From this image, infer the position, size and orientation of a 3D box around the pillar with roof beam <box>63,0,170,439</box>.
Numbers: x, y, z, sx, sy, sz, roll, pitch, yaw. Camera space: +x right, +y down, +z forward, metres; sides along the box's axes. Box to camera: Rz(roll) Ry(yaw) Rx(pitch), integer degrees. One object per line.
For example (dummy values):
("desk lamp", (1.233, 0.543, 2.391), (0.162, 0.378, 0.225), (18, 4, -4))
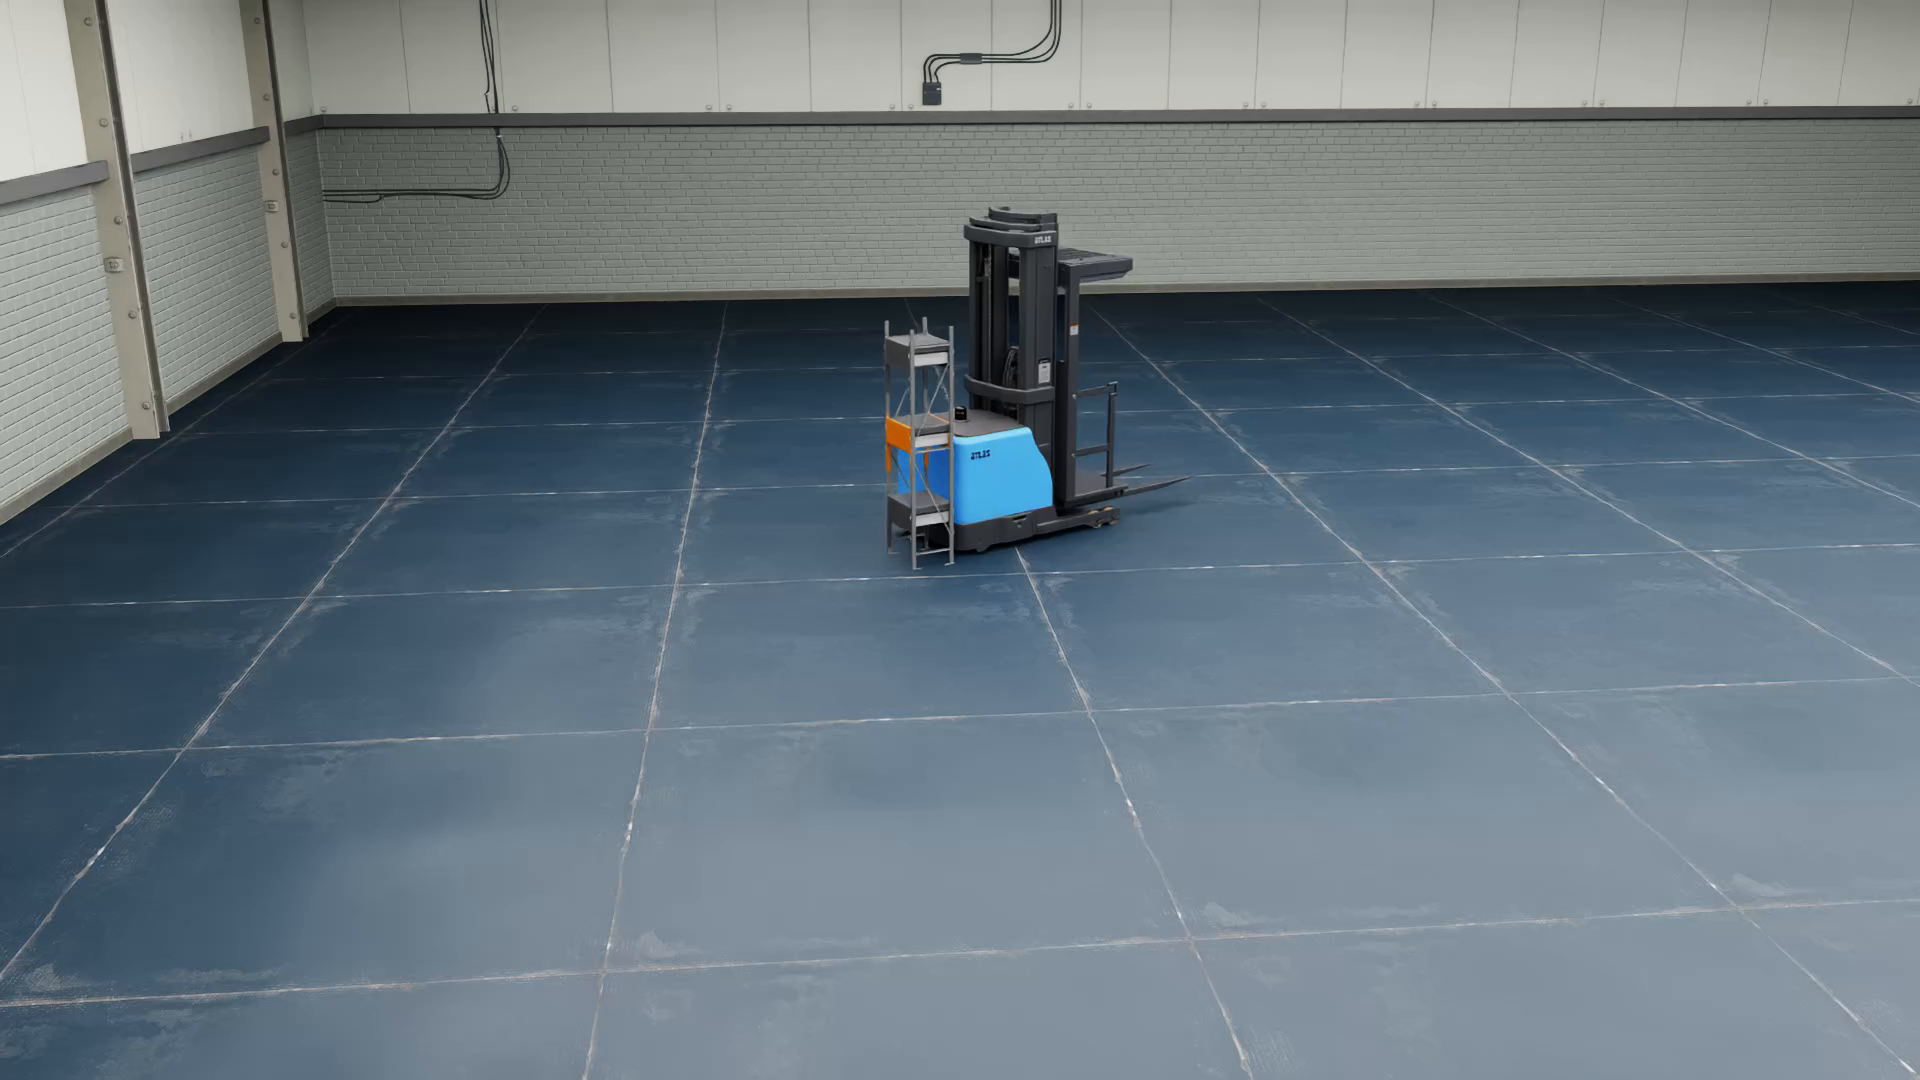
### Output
("pillar with roof beam", (-5.023, -5.637, 18.183), (9.100, 9.000, 0.400), (-2, 18, -6))

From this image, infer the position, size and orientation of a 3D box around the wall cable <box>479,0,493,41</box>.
("wall cable", (-6.222, -9.222, 26.354), (3.097, 2.526, 0.112), (-2, 18, -6))

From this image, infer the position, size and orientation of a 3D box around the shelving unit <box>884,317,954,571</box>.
("shelving unit", (-0.351, -0.827, 14.380), (0.431, 2.100, 0.503), (-9, 20, -27))

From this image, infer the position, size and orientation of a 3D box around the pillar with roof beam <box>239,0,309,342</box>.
("pillar with roof beam", (-5.642, -7.425, 23.877), (9.100, 9.000, 0.400), (-2, 18, -6))

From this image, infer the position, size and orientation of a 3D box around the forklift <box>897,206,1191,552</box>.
("forklift", (0.894, -1.622, 15.523), (3.031, 2.935, 1.130), (-13, 22, -35))

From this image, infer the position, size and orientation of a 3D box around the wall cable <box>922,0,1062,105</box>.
("wall cable", (0.532, -10.122, 26.789), (2.305, 6.003, 0.169), (-2, 18, -6))

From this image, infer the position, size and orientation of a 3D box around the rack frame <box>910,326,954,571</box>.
("rack frame", (-0.237, -0.763, 14.174), (0.400, 2.100, 0.015), (-9, 20, -27))

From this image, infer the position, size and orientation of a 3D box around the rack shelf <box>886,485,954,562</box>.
("rack shelf", (-0.351, -0.147, 14.594), (0.431, 0.518, 0.480), (-9, 20, -27))

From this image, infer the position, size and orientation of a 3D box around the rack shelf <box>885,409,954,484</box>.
("rack shelf", (-0.351, -0.814, 14.384), (0.431, 0.518, 0.480), (-9, 20, -27))

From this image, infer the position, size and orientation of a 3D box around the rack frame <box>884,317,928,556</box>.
("rack frame", (-0.465, -0.892, 14.586), (0.400, 2.100, 0.015), (-9, 20, -27))

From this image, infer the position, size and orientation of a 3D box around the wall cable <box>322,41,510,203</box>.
("wall cable", (-8.912, -6.729, 26.844), (3.097, 2.526, 0.112), (-2, 18, -6))

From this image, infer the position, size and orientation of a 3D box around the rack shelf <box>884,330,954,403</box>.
("rack shelf", (-0.351, -1.482, 14.174), (0.431, 0.518, 0.480), (-9, 20, -27))
